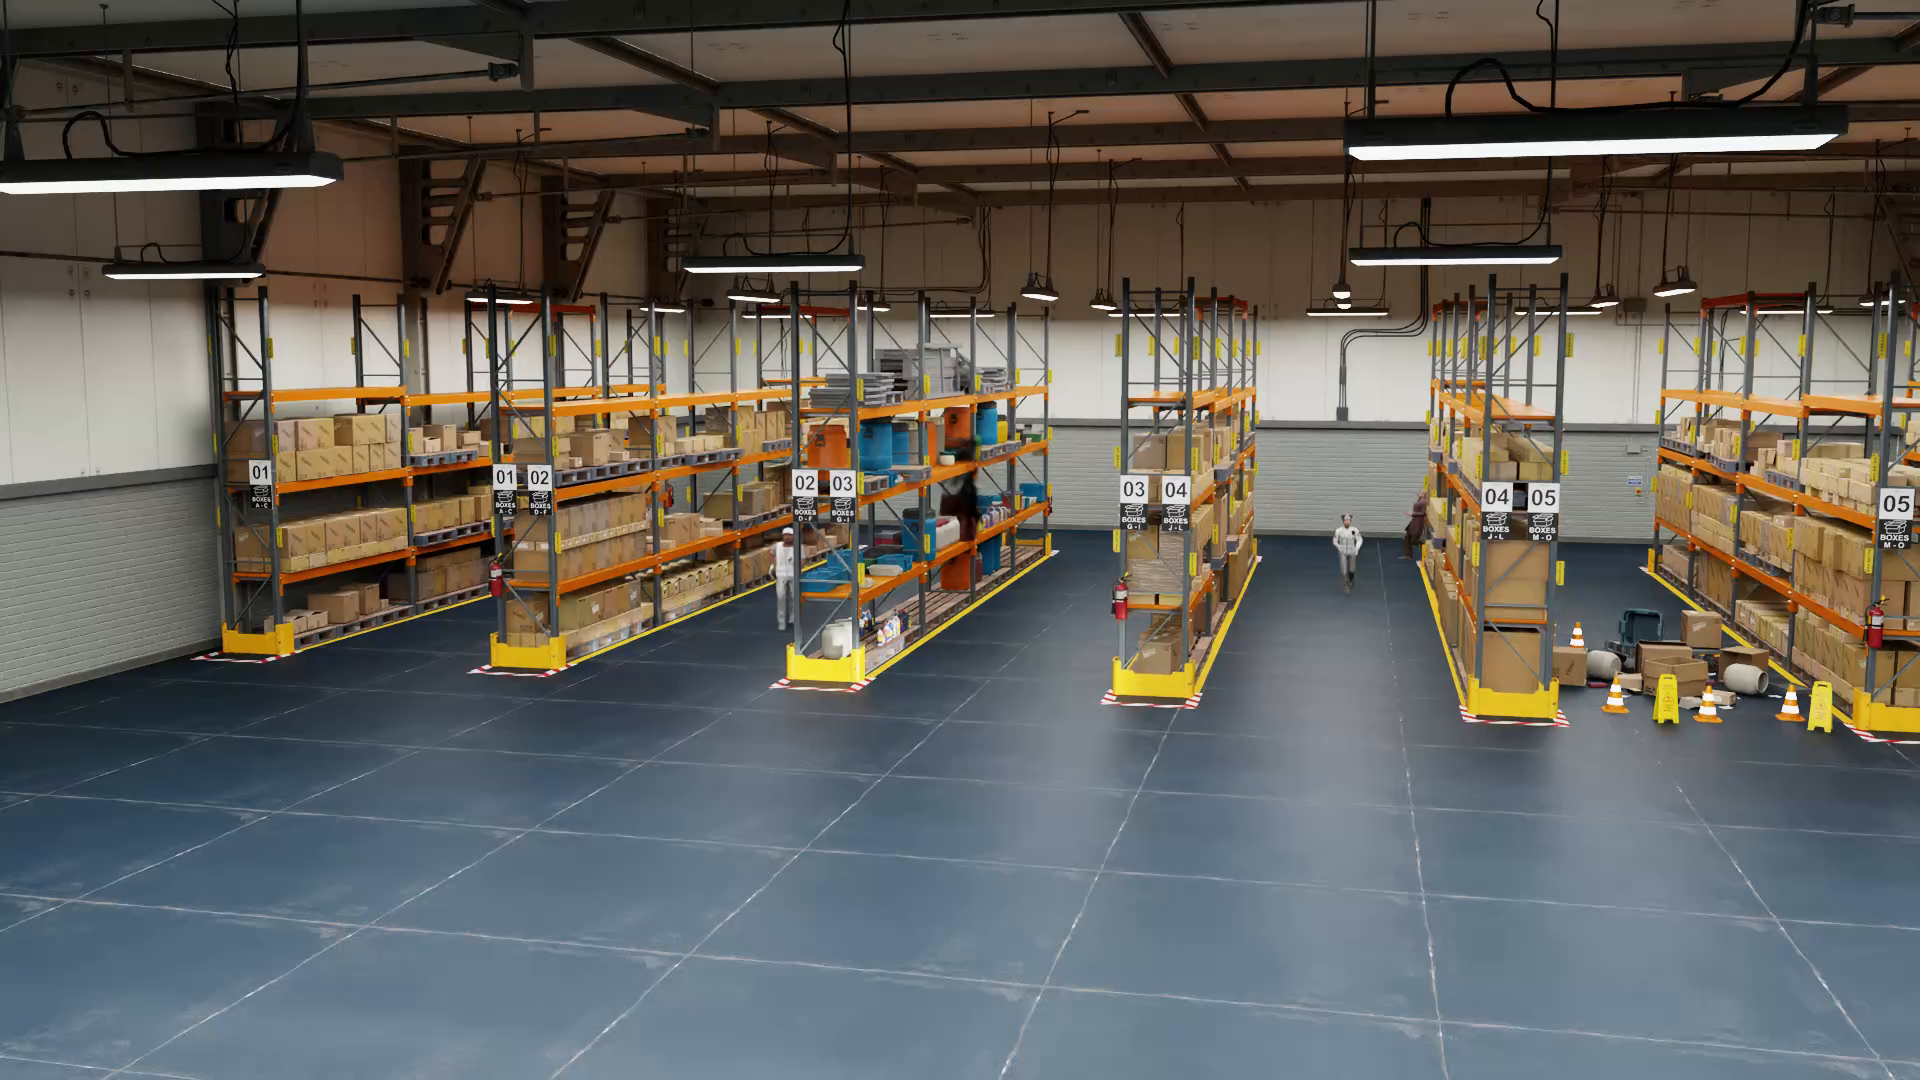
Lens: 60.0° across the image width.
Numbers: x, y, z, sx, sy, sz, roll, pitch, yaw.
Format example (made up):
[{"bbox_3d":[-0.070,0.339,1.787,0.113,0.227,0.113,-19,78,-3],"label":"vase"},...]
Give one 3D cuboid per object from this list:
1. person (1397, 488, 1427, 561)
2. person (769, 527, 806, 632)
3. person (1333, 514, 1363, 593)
[{"bbox_3d":[10.803,-0.357,39.278,0.869,1.735,0.752,0,7,4],"label":"person"},{"bbox_3d":[-3.092,0.692,29.794,0.663,1.847,0.783,-1,7,-5],"label":"person"},{"bbox_3d":[7.903,0.282,33.908,0.589,1.653,0.528,1,7,13],"label":"person"}]
